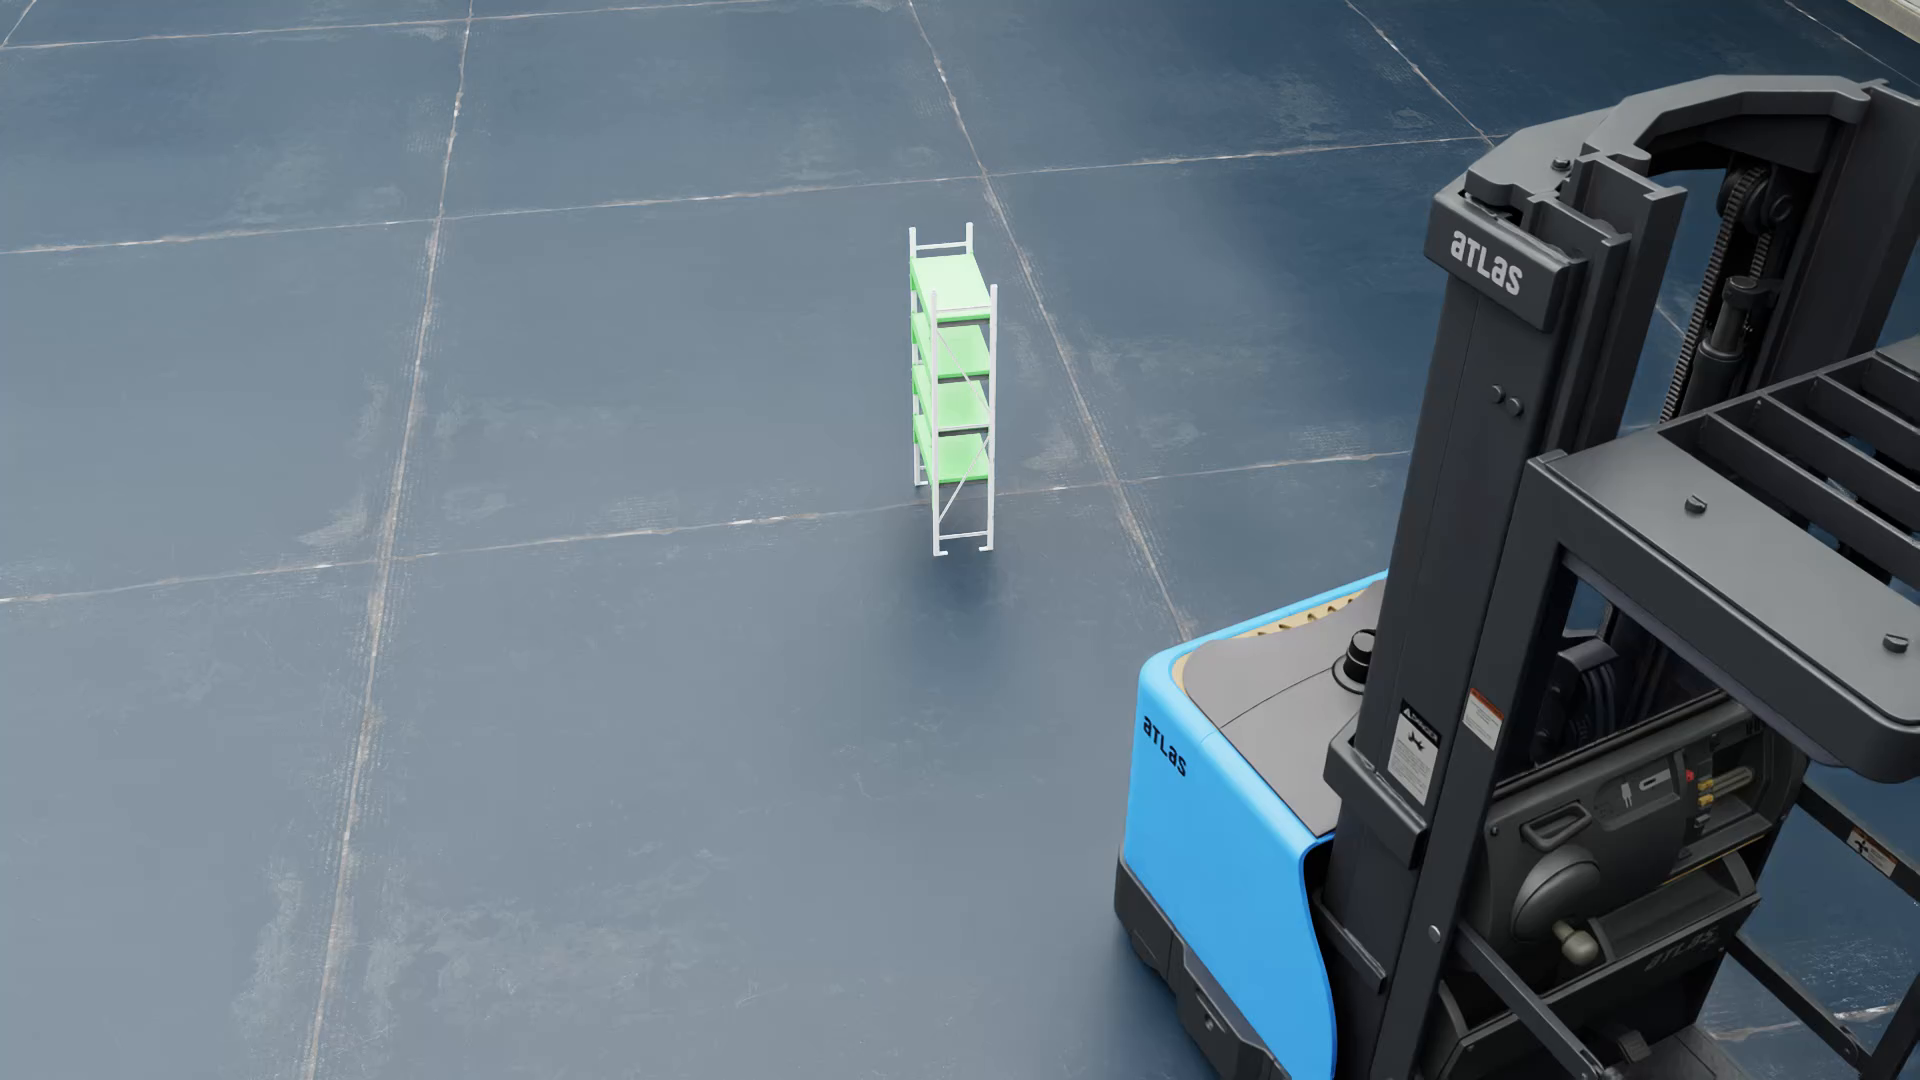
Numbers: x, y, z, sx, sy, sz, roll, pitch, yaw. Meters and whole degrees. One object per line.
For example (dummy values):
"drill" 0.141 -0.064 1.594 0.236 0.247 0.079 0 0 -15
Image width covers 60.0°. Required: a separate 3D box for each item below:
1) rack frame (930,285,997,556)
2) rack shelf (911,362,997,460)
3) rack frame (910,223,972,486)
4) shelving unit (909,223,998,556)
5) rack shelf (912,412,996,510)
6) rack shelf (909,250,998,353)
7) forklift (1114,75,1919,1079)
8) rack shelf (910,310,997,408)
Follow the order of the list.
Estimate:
"rack frame" 0.014 -0.426 6.321 0.240 1.200 0.015 -6 38 -8
"rack shelf" -0.029 -0.523 6.550 0.258 0.148 0.480 -6 38 -8
"rack frame" -0.072 -0.721 6.700 0.240 1.200 0.015 -6 38 -8
"shelving unit" -0.029 -0.574 6.511 0.258 1.200 0.503 -6 38 -8
"rack shelf" -0.029 -0.334 6.697 0.258 0.148 0.480 -6 38 -8
"rack shelf" -0.029 -0.902 6.255 0.258 0.148 0.480 -6 38 -8
"forklift" 1.600 0.687 3.477 1.130 2.935 3.031 -18 41 -21
"rack shelf" -0.029 -0.713 6.403 0.258 0.148 0.480 -6 38 -8
